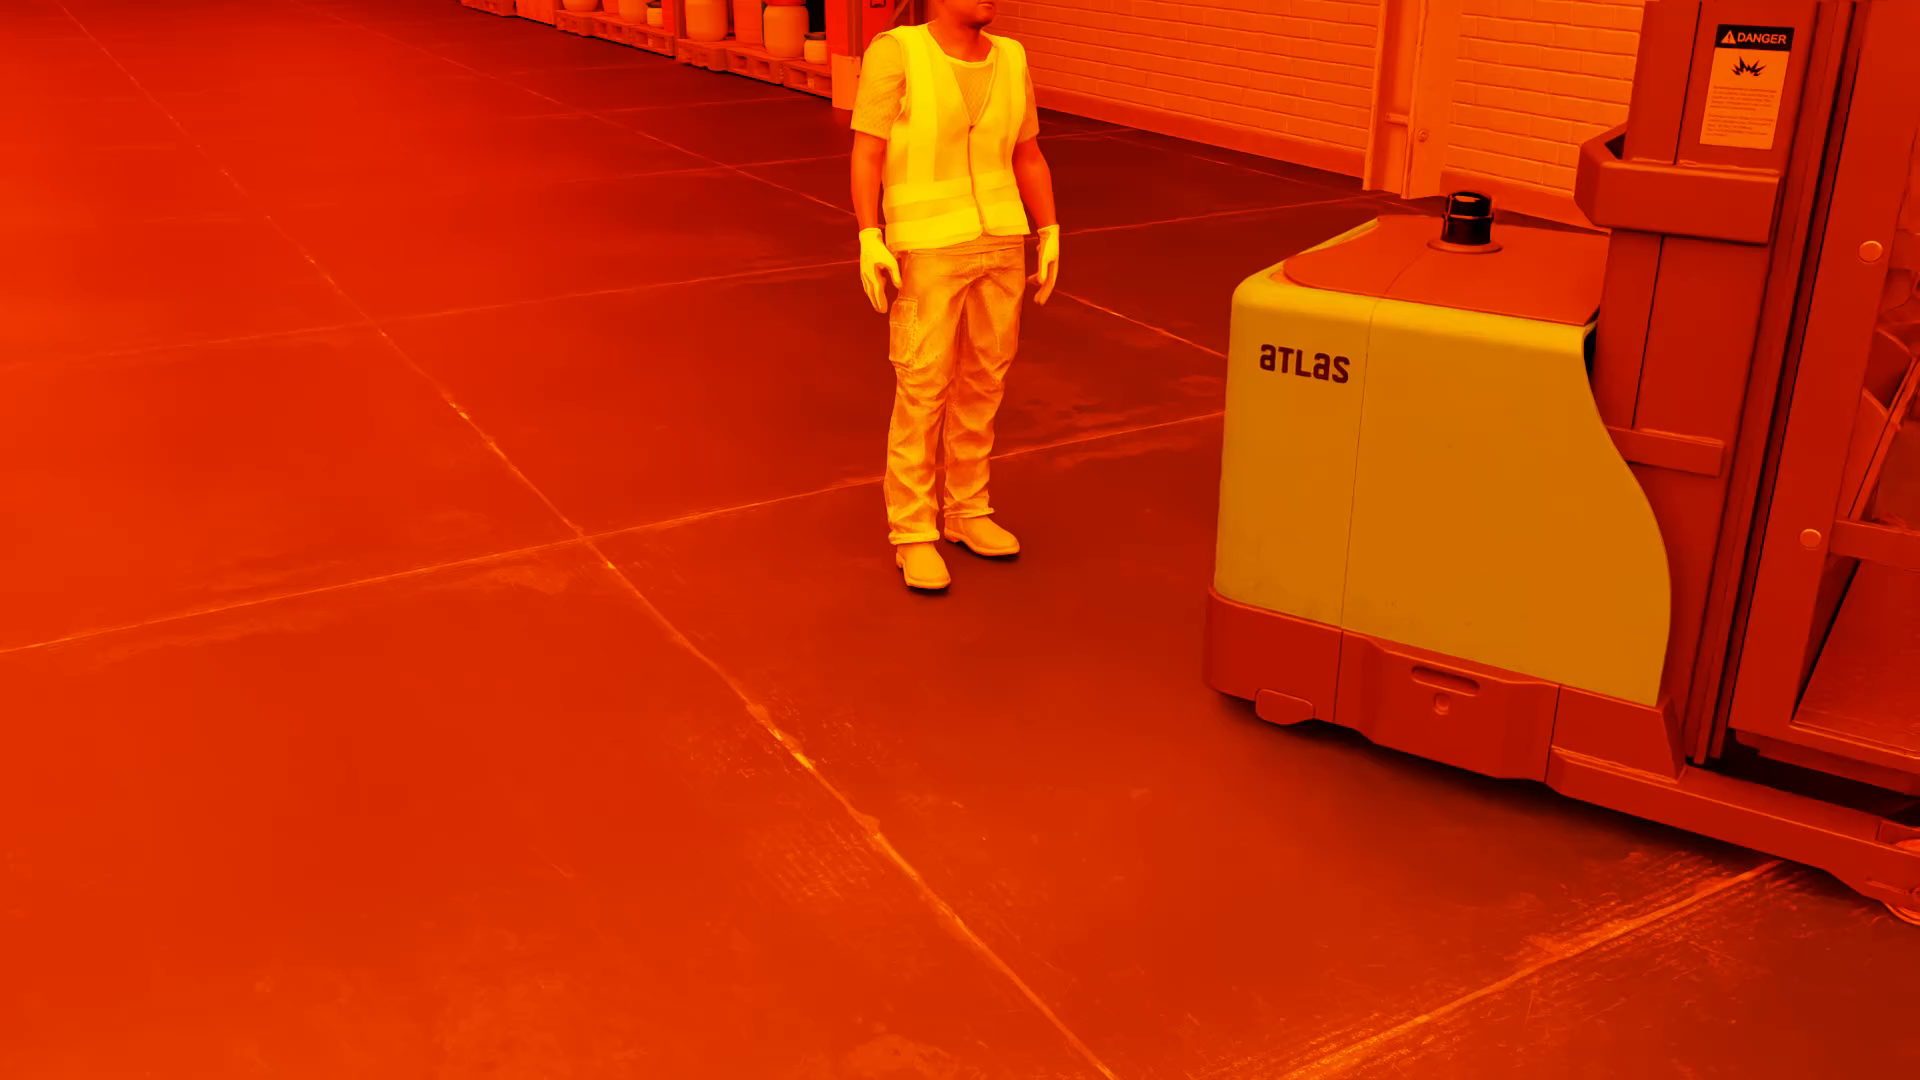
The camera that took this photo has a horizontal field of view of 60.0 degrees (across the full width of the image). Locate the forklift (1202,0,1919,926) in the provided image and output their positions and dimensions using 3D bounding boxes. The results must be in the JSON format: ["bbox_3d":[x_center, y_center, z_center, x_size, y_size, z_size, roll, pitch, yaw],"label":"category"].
[{"bbox_3d":[2.110,-0.784,3.185,3.031,2.935,1.130,14,26,31],"label":"forklift"}]

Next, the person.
[{"bbox_3d":[0.029,-0.806,4.731,0.657,1.785,0.575,-12,25,-28],"label":"person"}]
